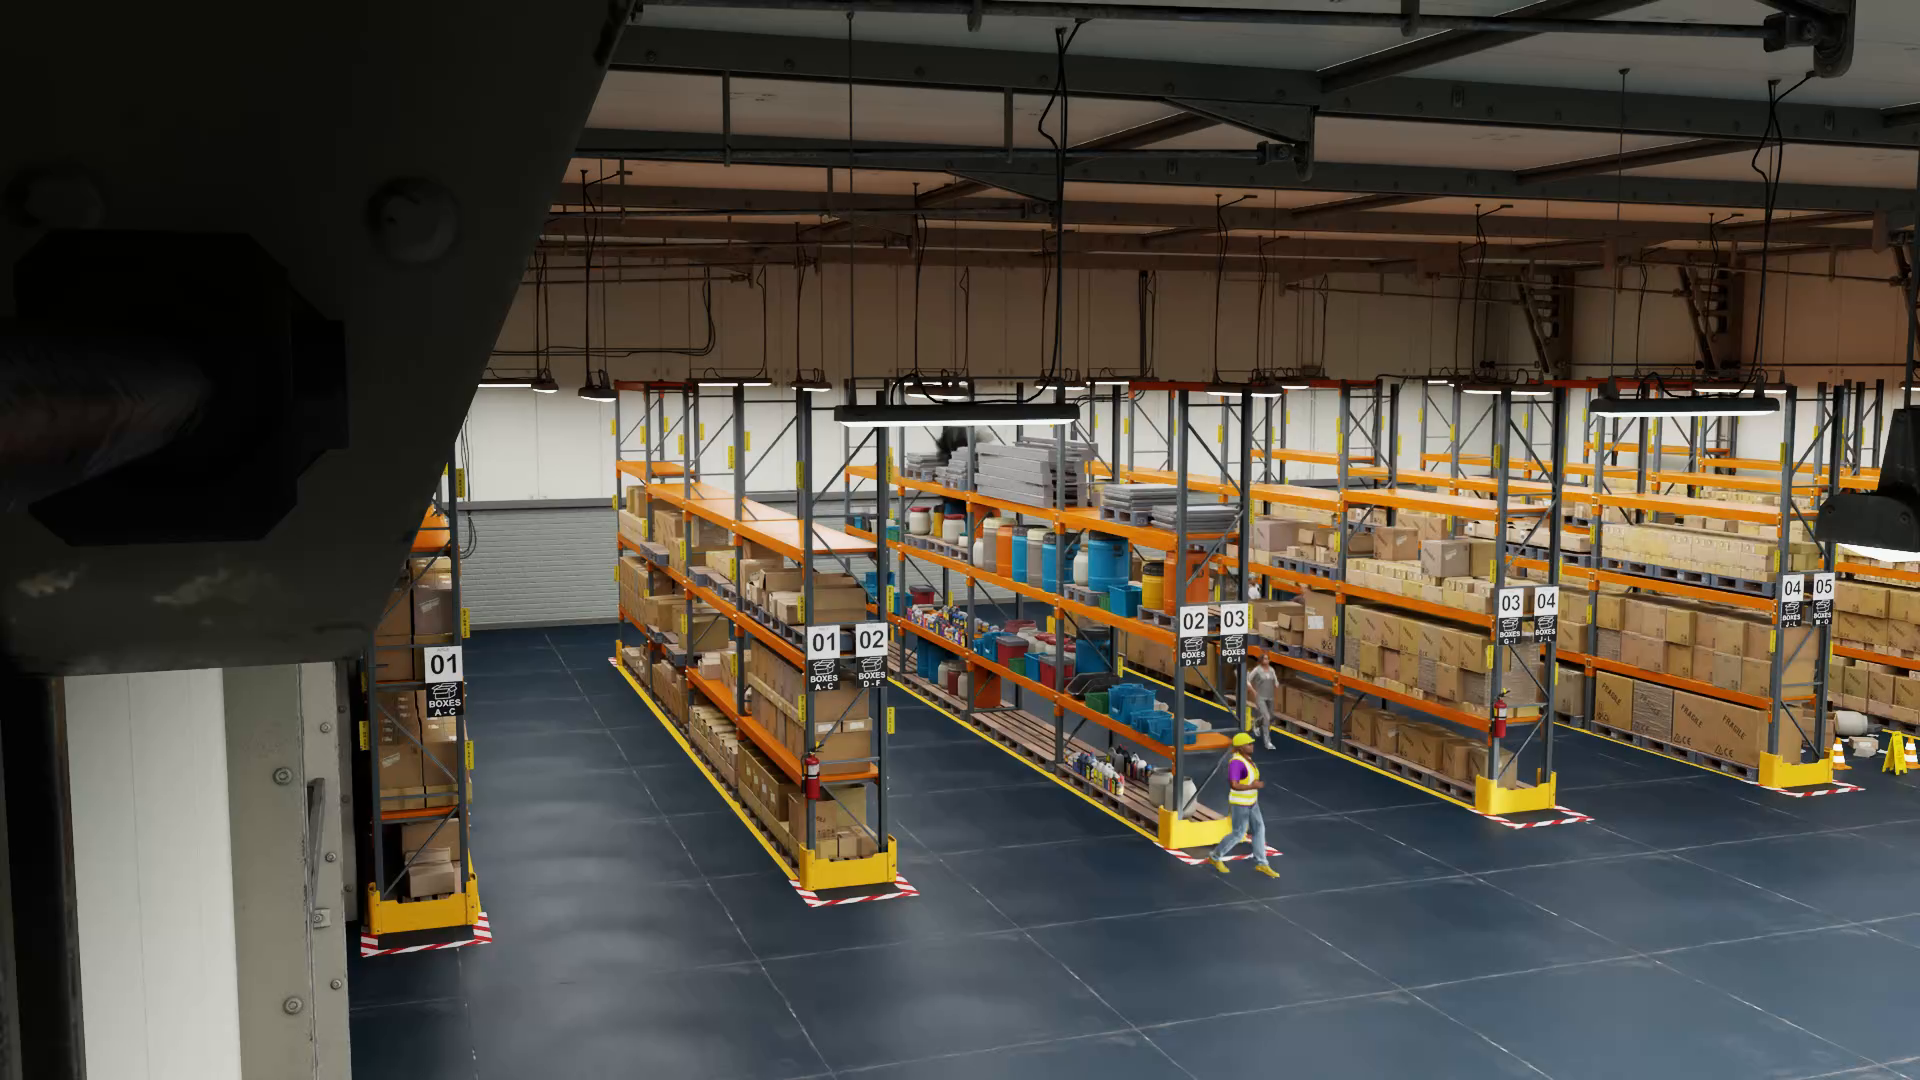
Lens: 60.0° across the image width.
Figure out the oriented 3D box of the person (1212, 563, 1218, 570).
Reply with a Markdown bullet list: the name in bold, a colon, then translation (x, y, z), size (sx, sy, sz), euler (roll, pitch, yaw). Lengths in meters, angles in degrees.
- **person**: translation (6.249, 1.186, 40.956), size (0.739, 1.614, 0.647), euler (-2, 6, -20)

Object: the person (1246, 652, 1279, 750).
- **person**: translation (5.017, 2.637, 27.541), size (0.548, 1.568, 0.805), euler (-2, 6, -21)

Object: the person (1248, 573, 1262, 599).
- **person**: translation (6.542, 1.577, 37.239), size (0.578, 1.664, 0.665), euler (-3, 7, -26)

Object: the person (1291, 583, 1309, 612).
- **person**: translation (7.276, 1.769, 34.996), size (0.705, 1.727, 0.660), euler (-2, 6, -19)

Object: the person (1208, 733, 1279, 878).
- **person**: translation (3.505, 3.267, 20.506), size (0.858, 1.792, 0.701), euler (3, 7, 26)
